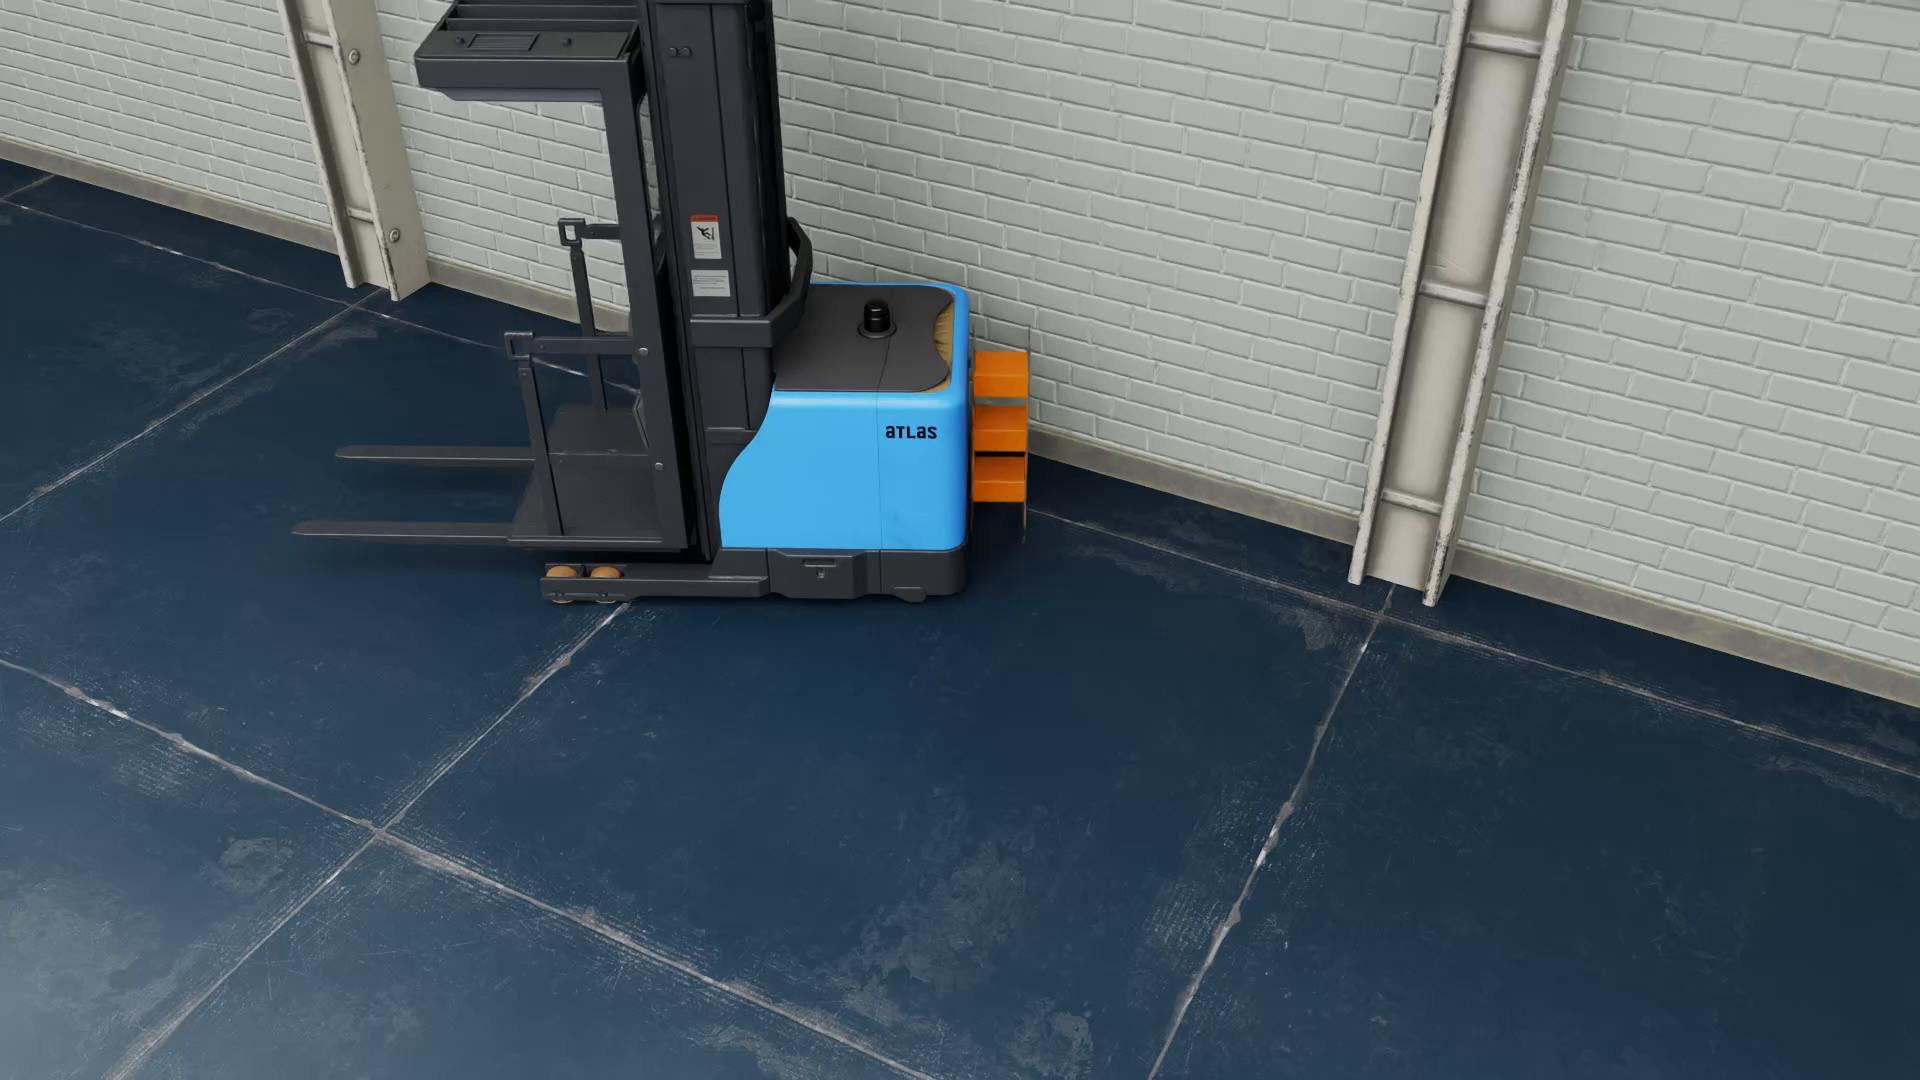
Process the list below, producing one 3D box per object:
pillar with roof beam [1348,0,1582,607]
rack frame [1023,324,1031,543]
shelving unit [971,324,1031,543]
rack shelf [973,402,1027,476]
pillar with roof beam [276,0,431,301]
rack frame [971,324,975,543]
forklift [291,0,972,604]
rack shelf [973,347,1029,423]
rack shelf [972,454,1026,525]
[{"bbox_3d":[0.015,-1.113,1.773,0.400,9.000,9.100,17,41,21],"label":"pillar with roof beam"},{"bbox_3d":[0.301,-0.463,7.492,0.008,1.050,0.200,1,37,1],"label":"rack frame"},{"bbox_3d":[0.179,-0.465,7.494,0.252,1.050,0.215,1,37,1],"label":"shelving unit"},{"bbox_3d":[0.179,-0.456,7.500,0.240,0.259,0.215,1,37,1],"label":"rack shelf"},{"bbox_3d":[-5.313,-2.781,3.971,0.400,9.000,9.100,17,41,21],"label":"pillar with roof beam"},{"bbox_3d":[0.057,-0.466,7.496,0.008,1.050,0.200,1,37,1],"label":"rack frame"},{"bbox_3d":[-1.470,-1.204,6.912,3.031,2.935,1.130,1,37,1],"label":"forklift"},{"bbox_3d":[0.180,-0.682,7.328,0.240,0.259,0.215,1,37,1],"label":"rack shelf"},{"bbox_3d":[0.179,-0.235,7.668,0.240,0.259,0.215,1,37,1],"label":"rack shelf"}]
